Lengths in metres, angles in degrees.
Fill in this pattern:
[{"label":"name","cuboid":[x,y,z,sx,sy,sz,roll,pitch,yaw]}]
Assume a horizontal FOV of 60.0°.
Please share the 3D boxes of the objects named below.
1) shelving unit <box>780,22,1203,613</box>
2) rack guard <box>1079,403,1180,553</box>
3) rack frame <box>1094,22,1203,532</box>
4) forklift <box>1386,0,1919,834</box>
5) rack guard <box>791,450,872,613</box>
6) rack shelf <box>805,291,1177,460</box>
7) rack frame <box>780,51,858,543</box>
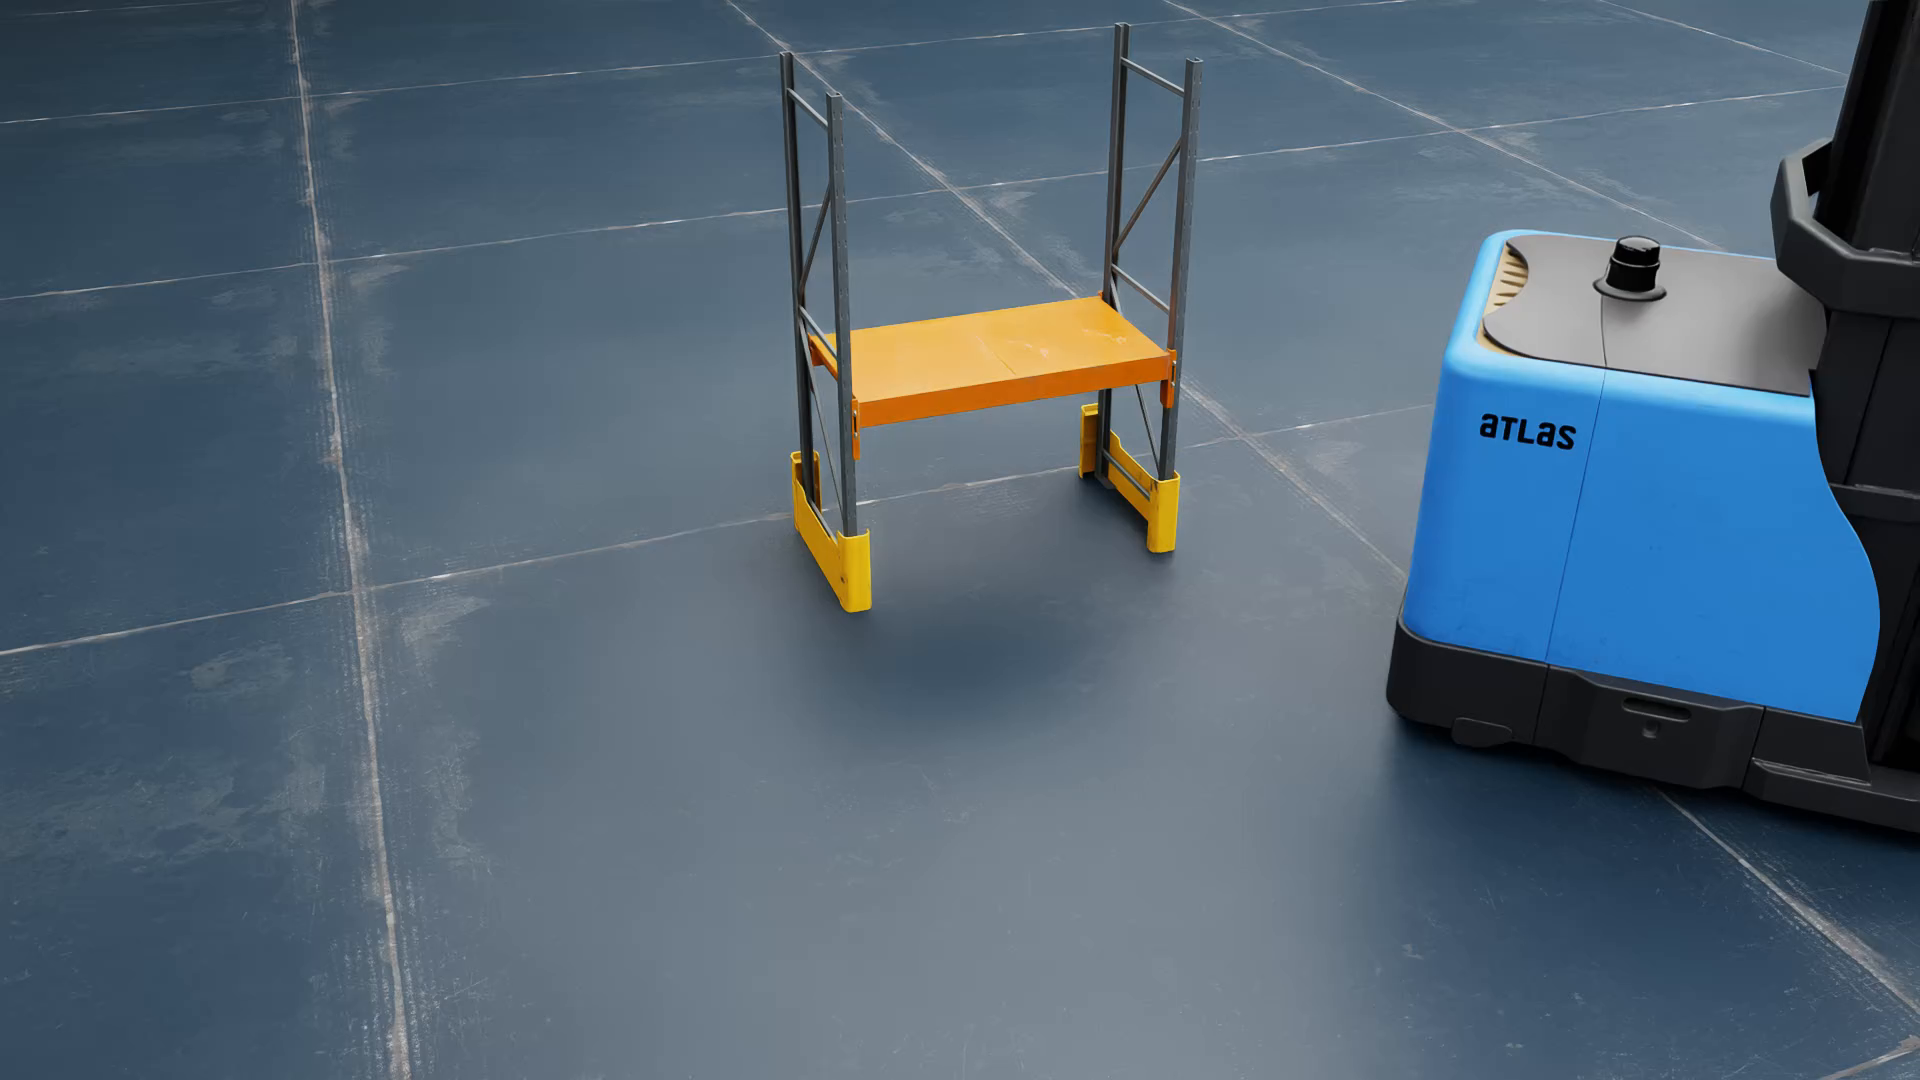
[{"label":"shelving unit","cuboid":[0.071,-0.665,4.902,1.083,1.500,0.587,-10,31,-18]},{"label":"rack guard","cuboid":[0.538,-0.208,5.362,0.087,0.250,0.587,-10,31,-18]},{"label":"rack frame","cuboid":[0.556,-0.754,5.059,0.032,1.500,0.500,-10,31,-18]},{"label":"forklift","cuboid":[2.691,-0.731,3.572,3.031,2.935,1.130,11,31,18]},{"label":"rack guard","cuboid":[-0.395,-0.036,5.060,0.087,0.250,0.587,-10,31,-18]},{"label":"rack shelf","cuboid":[0.080,-0.510,4.994,1.000,0.185,0.538,-10,31,-18]},{"label":"rack frame","cuboid":[-0.396,-0.579,4.751,0.032,1.500,0.500,-10,31,-18]}]
